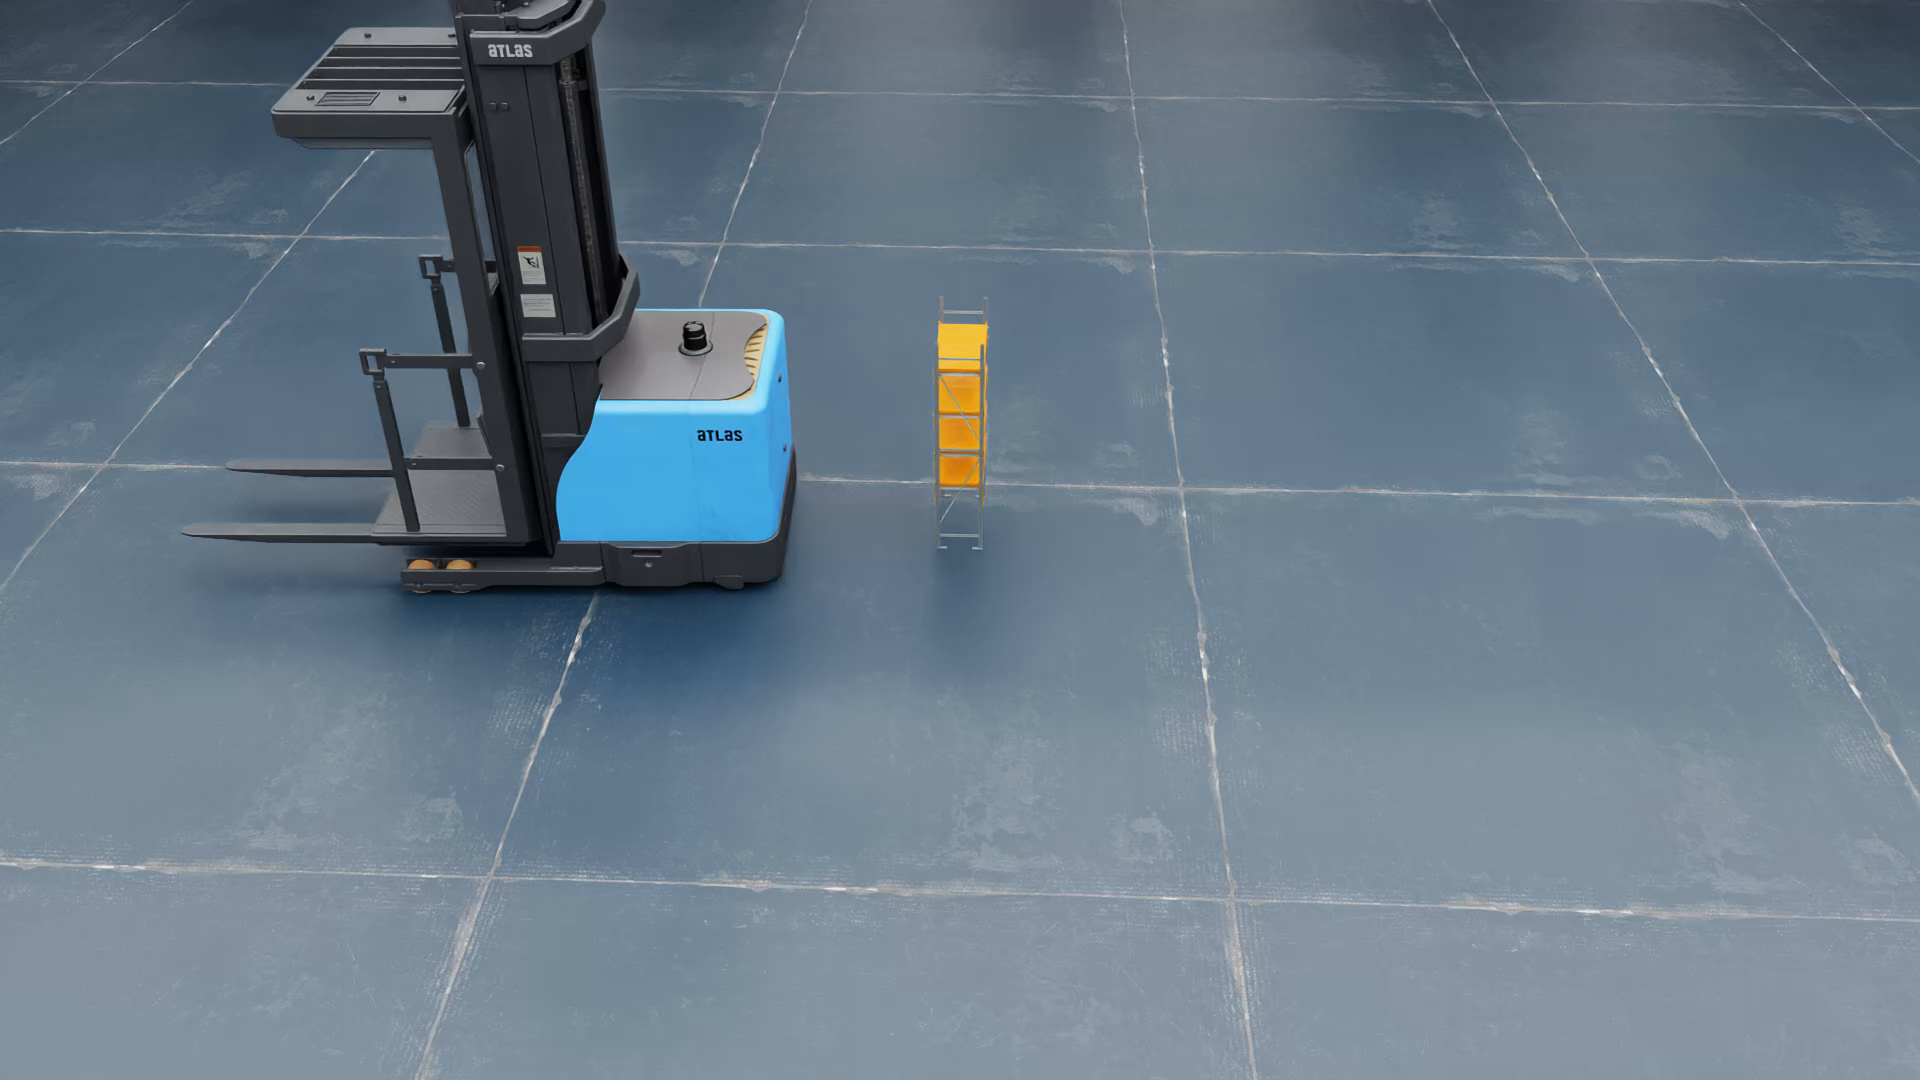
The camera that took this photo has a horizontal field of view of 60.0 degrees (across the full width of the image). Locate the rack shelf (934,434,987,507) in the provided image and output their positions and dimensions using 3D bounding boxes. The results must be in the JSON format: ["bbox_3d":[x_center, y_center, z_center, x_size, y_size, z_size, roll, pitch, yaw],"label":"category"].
[{"bbox_3d":[0.007,-0.368,8.639,0.258,0.148,0.480,1,35,2],"label":"rack shelf"}]

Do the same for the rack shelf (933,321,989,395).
[{"bbox_3d":[0.007,-0.907,8.260,0.258,0.148,0.480,1,35,2],"label":"rack shelf"}]

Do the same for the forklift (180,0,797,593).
[{"bbox_3d":[-2.405,-1.237,7.906,3.031,2.935,1.130,0,35,0],"label":"forklift"}]

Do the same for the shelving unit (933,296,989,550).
[{"bbox_3d":[0.007,-0.586,8.486,0.258,1.200,0.503,1,35,2],"label":"shelving unit"}]

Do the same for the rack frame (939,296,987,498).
[{"bbox_3d":[0.016,-0.726,8.686,0.240,1.200,0.015,1,35,2],"label":"rack frame"}]

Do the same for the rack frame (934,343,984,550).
[{"bbox_3d":[-0.003,-0.446,8.287,0.240,1.200,0.015,1,35,2],"label":"rack frame"}]

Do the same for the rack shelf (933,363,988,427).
[{"bbox_3d":[0.007,-0.714,8.396,0.258,0.148,0.480,1,35,2],"label":"rack shelf"}]

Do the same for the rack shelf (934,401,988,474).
[{"bbox_3d":[0.007,-0.531,8.525,0.258,0.148,0.480,1,35,2],"label":"rack shelf"}]
